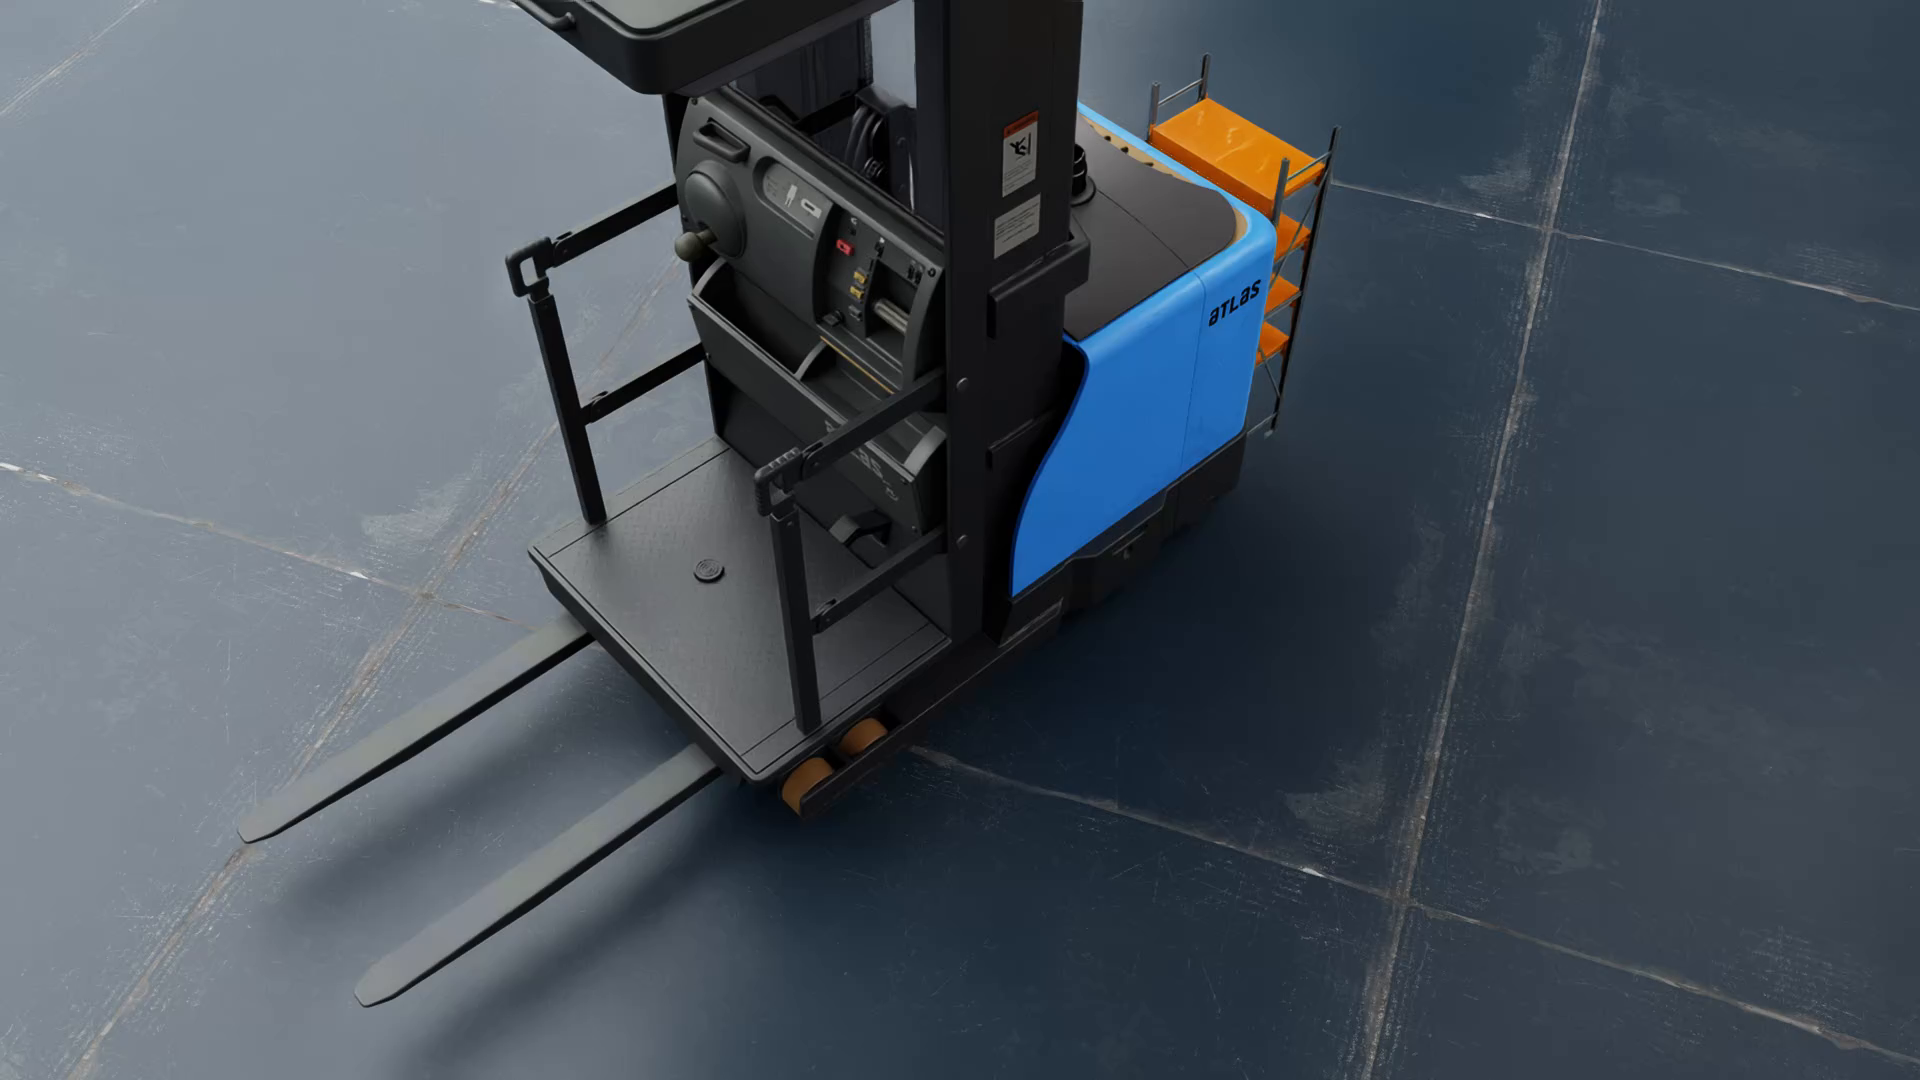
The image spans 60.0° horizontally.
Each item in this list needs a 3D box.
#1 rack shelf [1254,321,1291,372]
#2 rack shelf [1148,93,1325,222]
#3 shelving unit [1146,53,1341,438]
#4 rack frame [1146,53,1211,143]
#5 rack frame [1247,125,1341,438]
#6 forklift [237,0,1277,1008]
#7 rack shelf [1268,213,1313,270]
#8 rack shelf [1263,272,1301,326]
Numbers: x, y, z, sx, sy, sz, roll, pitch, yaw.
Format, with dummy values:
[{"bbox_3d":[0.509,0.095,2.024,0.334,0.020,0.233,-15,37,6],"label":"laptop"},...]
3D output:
[{"bbox_3d":[0.806,-0.667,5.384,0.258,0.148,0.480,-34,57,-27],"label":"rack shelf"},{"bbox_3d":[0.811,-1.102,4.889,0.258,0.148,0.480,-34,57,-27],"label":"rack shelf"},{"bbox_3d":[0.808,-0.843,5.184,0.258,1.200,0.503,-34,57,-27],"label":"shelving unit"},{"bbox_3d":[0.644,-0.979,5.302,0.240,1.200,0.015,-34,57,-27],"label":"rack frame"},{"bbox_3d":[0.973,-0.706,5.066,0.240,1.200,0.015,-34,57,-27],"label":"rack frame"},{"bbox_3d":[-0.532,-0.649,3.873,3.031,2.935,1.130,-35,57,-26],"label":"forklift"},{"bbox_3d":[0.809,-0.946,5.067,0.258,0.148,0.480,-34,57,-27],"label":"rack shelf"},{"bbox_3d":[0.808,-0.798,5.235,0.258,0.148,0.480,-34,57,-27],"label":"rack shelf"}]
